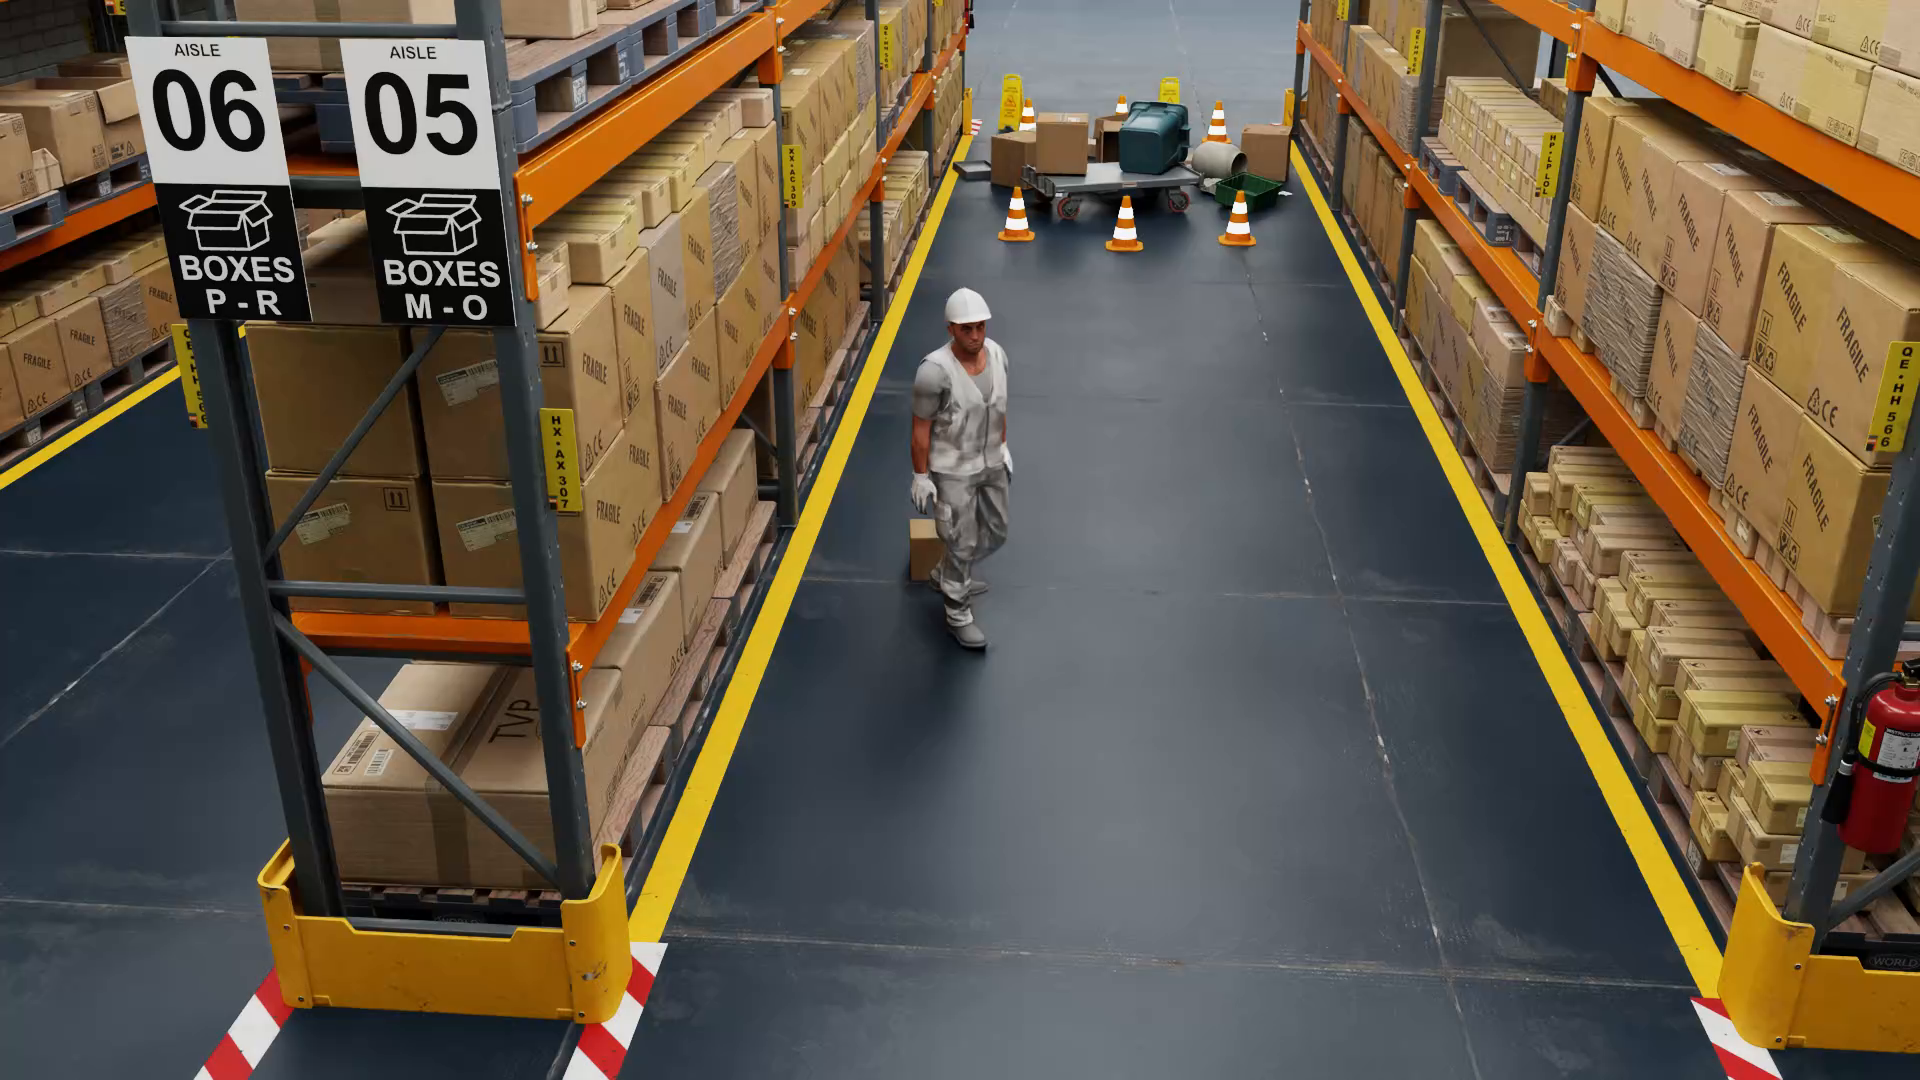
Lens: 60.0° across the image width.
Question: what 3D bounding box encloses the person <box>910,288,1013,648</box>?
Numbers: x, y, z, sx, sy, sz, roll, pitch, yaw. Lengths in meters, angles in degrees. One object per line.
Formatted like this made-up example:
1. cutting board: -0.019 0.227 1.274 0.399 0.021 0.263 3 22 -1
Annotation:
1. person: -0.014 -0.361 7.878 0.586 1.780 0.583 -20 31 -37
